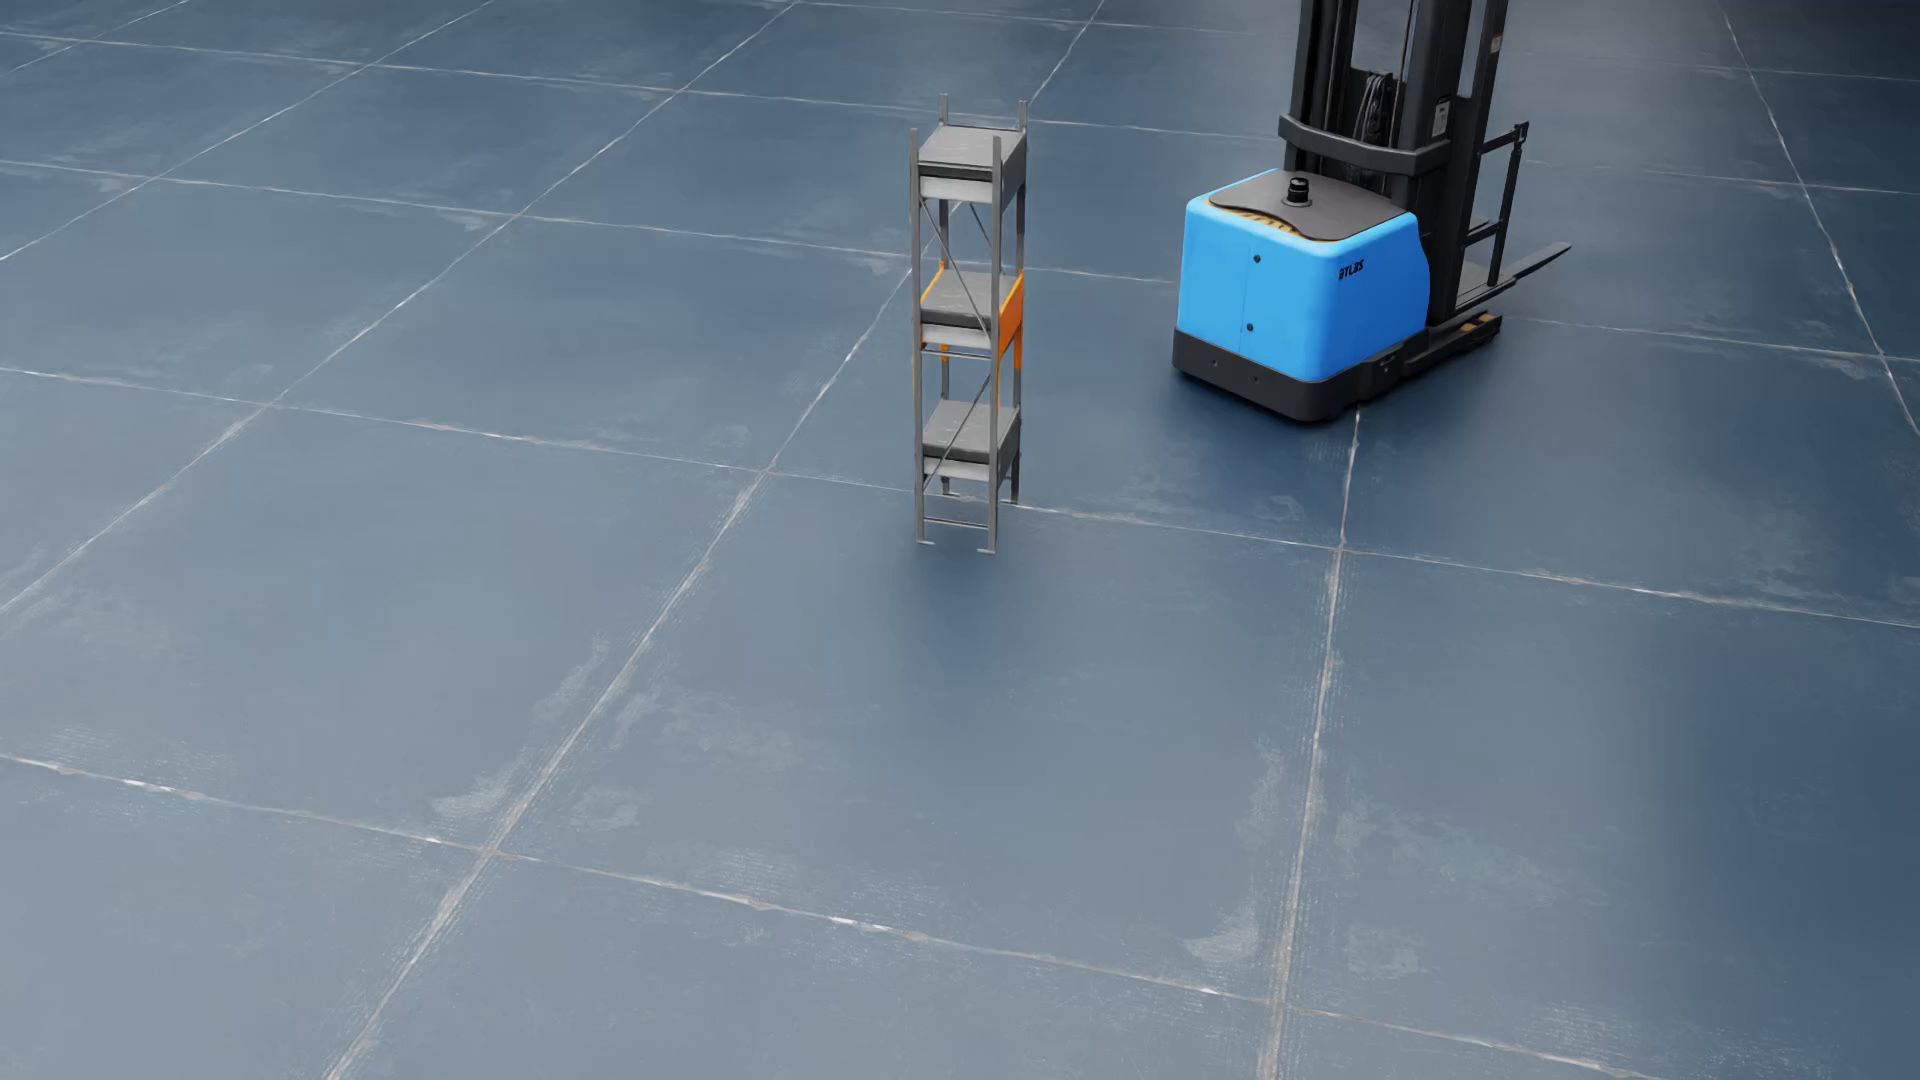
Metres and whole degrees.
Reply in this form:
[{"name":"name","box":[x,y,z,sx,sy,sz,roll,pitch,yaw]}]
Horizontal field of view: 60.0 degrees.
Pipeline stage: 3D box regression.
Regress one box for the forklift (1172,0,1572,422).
[{"name":"forklift","box":[2.664,-2.560,9.545,3.031,2.935,1.130,-26,41,-35]}]

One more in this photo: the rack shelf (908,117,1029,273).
[{"name":"rack shelf","box":[0.042,-1.551,7.454,0.431,0.518,0.480,8,33,12]}]

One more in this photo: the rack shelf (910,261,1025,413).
[{"name":"rack shelf","box":[0.042,-0.960,7.829,0.431,0.518,0.480,8,33,12]}]

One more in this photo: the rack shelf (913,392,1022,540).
[{"name":"rack shelf","box":[0.042,-0.370,8.205,0.431,0.518,0.480,8,33,12]}]

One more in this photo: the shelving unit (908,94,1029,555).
[{"name":"shelving unit","box":[0.042,-0.972,7.822,0.431,2.100,0.503,8,33,12]}]

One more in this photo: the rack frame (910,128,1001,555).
[{"name":"rack frame","box":[-0.020,-0.845,7.623,0.400,2.100,0.015,8,33,12]}]

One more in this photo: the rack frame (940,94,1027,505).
[{"name":"rack frame","box":[0.104,-1.099,8.021,0.400,2.100,0.015,8,33,12]}]
